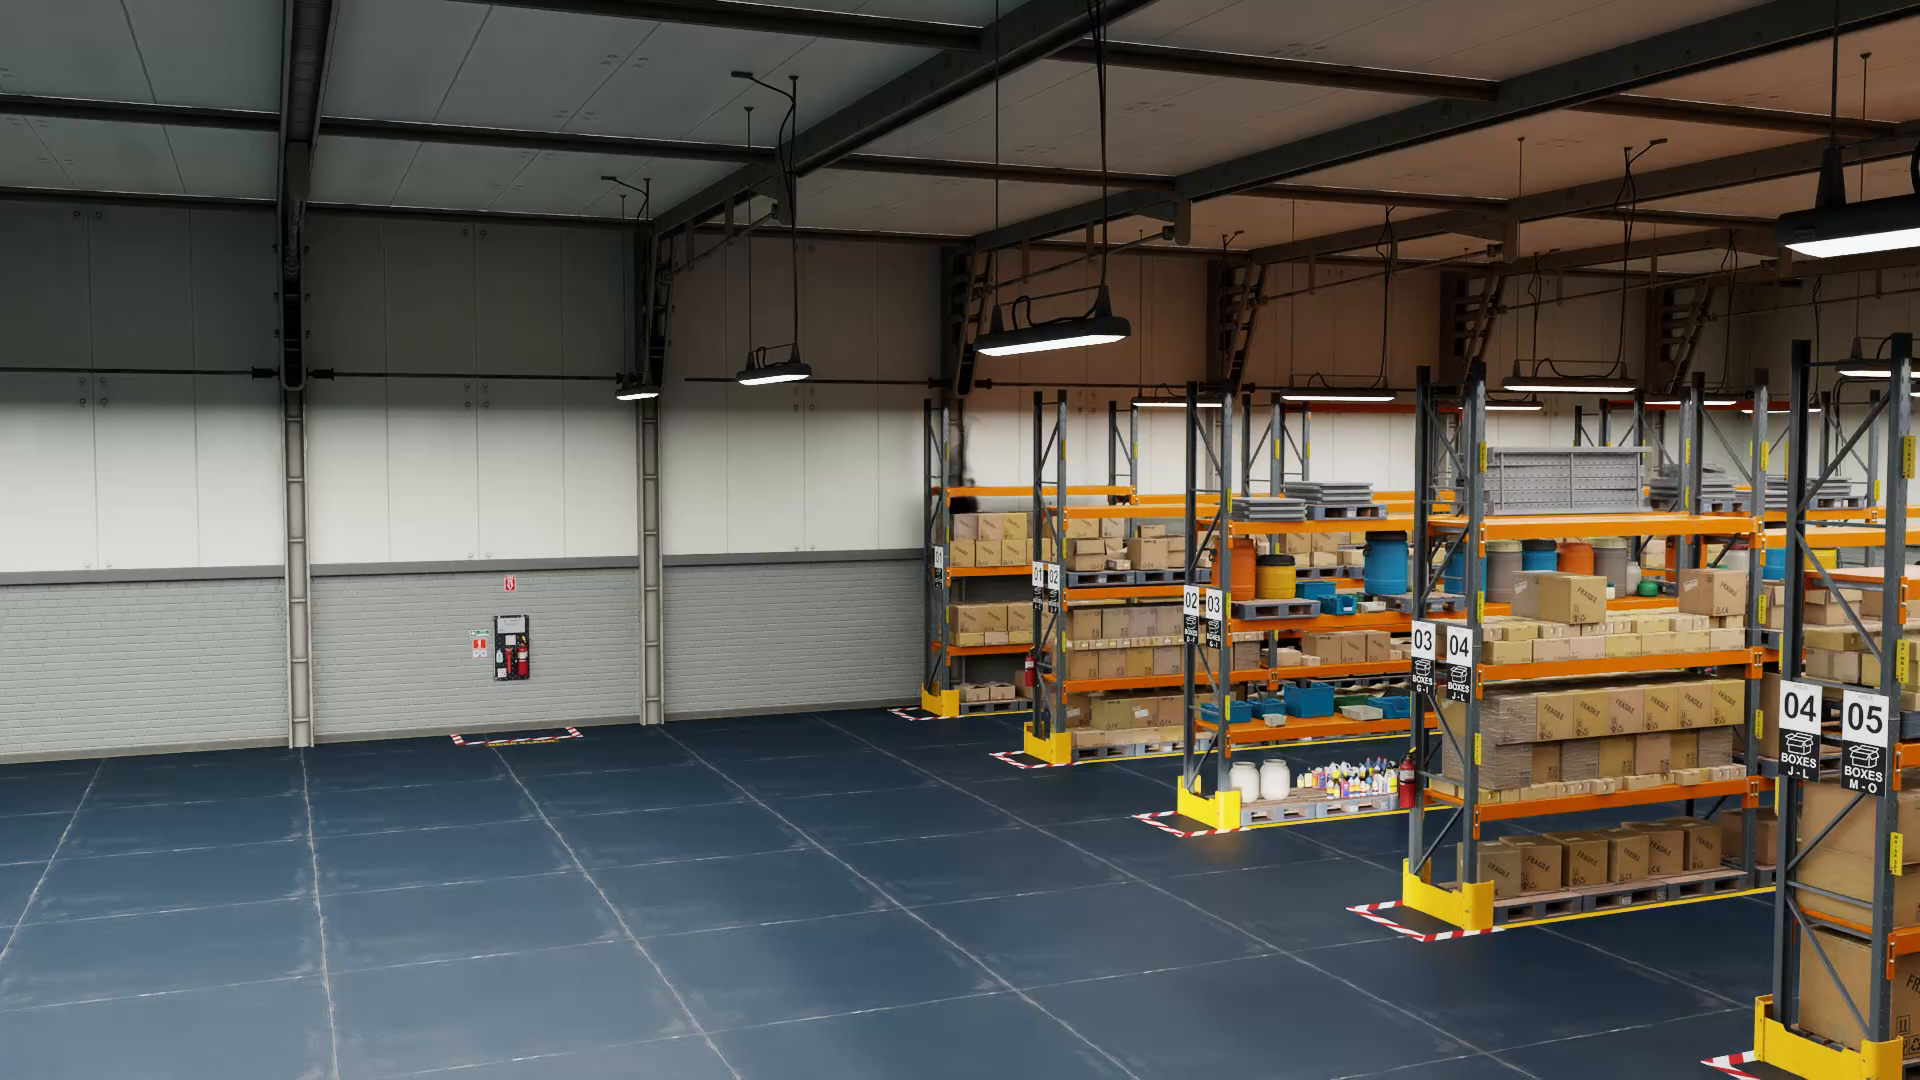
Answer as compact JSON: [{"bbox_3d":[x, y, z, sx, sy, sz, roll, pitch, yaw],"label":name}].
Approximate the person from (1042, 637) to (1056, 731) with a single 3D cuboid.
[{"bbox_3d":[1.607,2.581,29.646,0.512,1.682,0.671,-3,4,-40],"label":"person"}]
